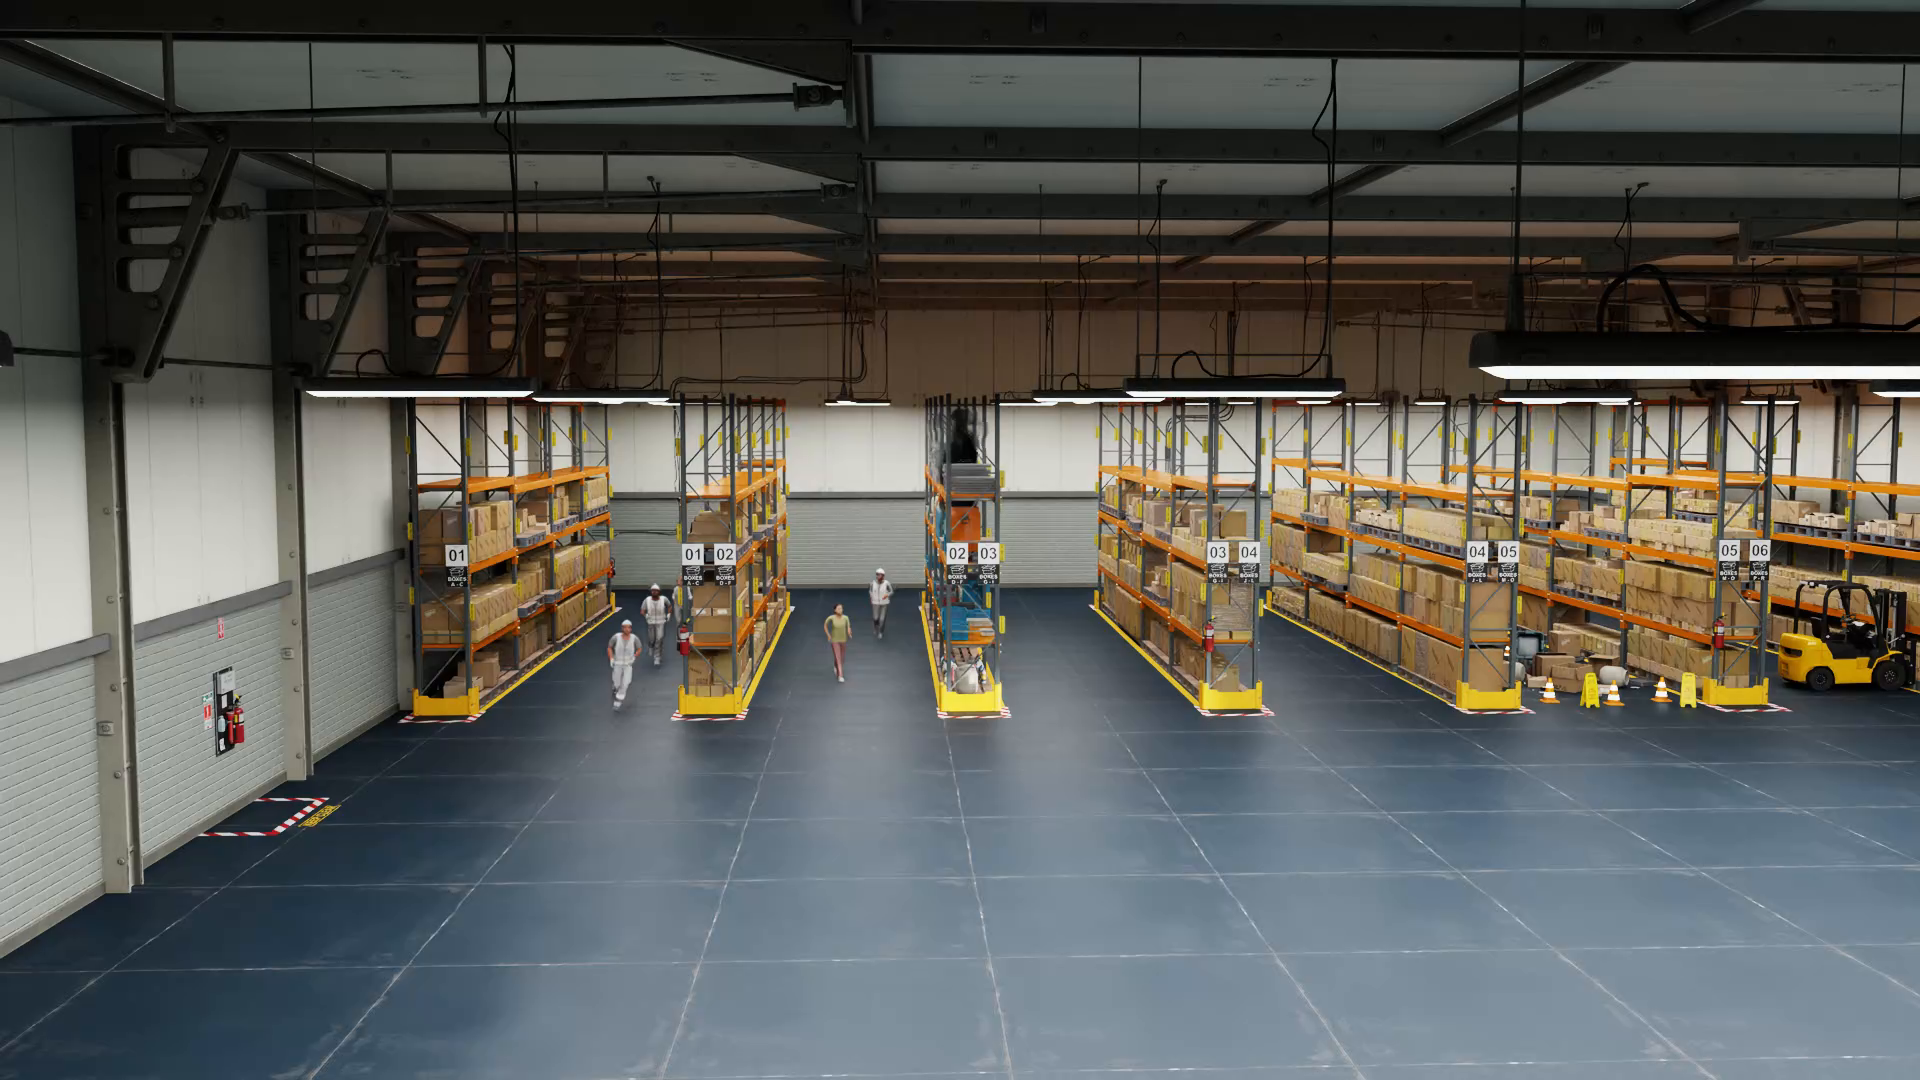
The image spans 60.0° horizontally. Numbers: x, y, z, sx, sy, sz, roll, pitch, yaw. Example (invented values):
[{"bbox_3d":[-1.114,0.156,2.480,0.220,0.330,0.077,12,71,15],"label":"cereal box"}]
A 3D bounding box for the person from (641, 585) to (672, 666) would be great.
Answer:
[{"bbox_3d":[-6.833,1.886,37.454,0.691,1.782,0.930,-1,5,-7],"label":"person"}]

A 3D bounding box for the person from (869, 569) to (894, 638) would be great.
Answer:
[{"bbox_3d":[-1.979,1.588,41.344,0.646,1.740,0.584,1,5,7],"label":"person"}]

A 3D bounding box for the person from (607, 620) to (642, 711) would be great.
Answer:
[{"bbox_3d":[-6.382,2.373,31.679,0.645,1.731,0.621,-1,5,-16],"label":"person"}]

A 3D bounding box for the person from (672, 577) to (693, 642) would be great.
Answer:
[{"bbox_3d":[-6.794,1.713,40.657,0.525,1.611,0.820,0,5,0],"label":"person"}]

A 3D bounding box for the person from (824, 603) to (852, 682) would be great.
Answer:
[{"bbox_3d":[-2.597,2.139,35.137,0.564,1.644,0.813,-2,5,-20],"label":"person"}]
